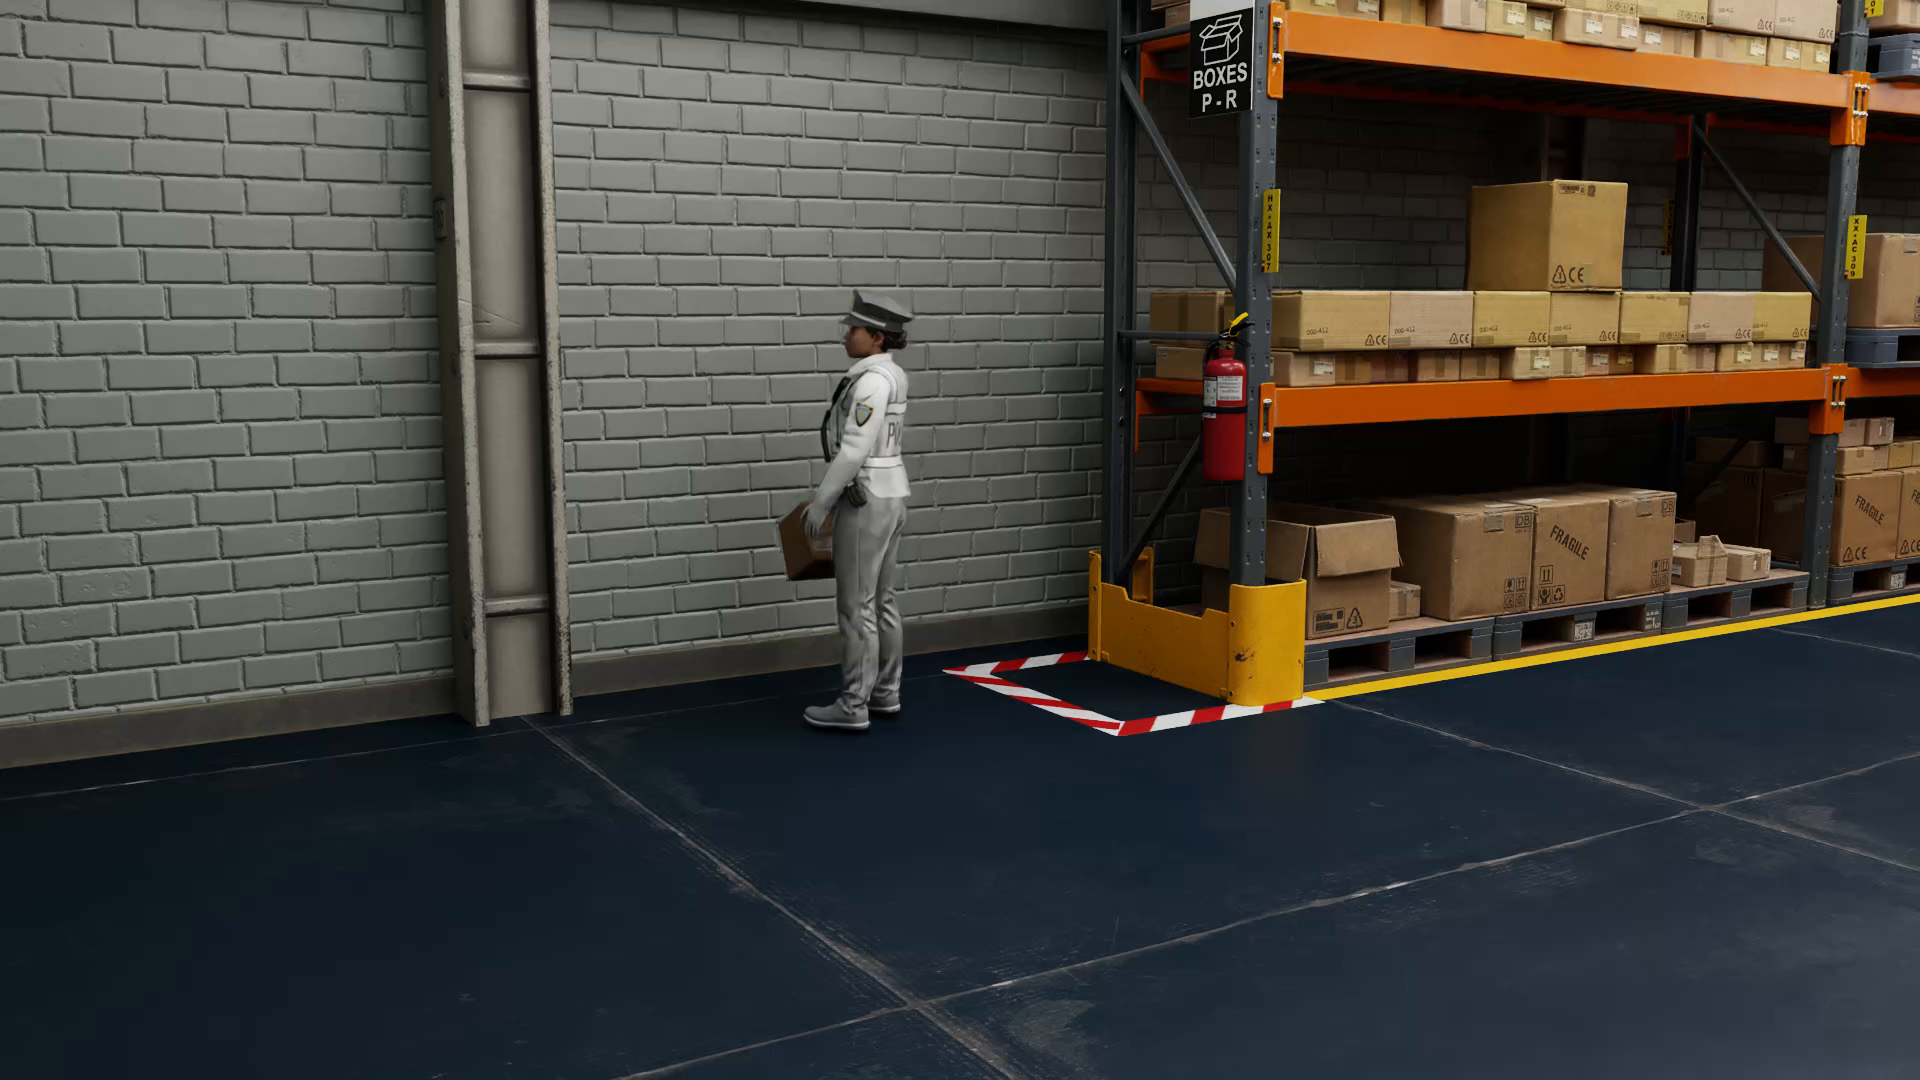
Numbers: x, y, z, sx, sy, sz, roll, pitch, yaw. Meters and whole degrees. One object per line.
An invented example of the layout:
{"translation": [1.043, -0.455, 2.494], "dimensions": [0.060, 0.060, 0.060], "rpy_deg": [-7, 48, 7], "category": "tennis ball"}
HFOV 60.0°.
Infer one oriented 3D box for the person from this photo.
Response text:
{"translation": [-0.383, -0.118, 6.447], "dimensions": [0.447, 1.692, 0.558], "rpy_deg": [1, 8, 9], "category": "person"}
